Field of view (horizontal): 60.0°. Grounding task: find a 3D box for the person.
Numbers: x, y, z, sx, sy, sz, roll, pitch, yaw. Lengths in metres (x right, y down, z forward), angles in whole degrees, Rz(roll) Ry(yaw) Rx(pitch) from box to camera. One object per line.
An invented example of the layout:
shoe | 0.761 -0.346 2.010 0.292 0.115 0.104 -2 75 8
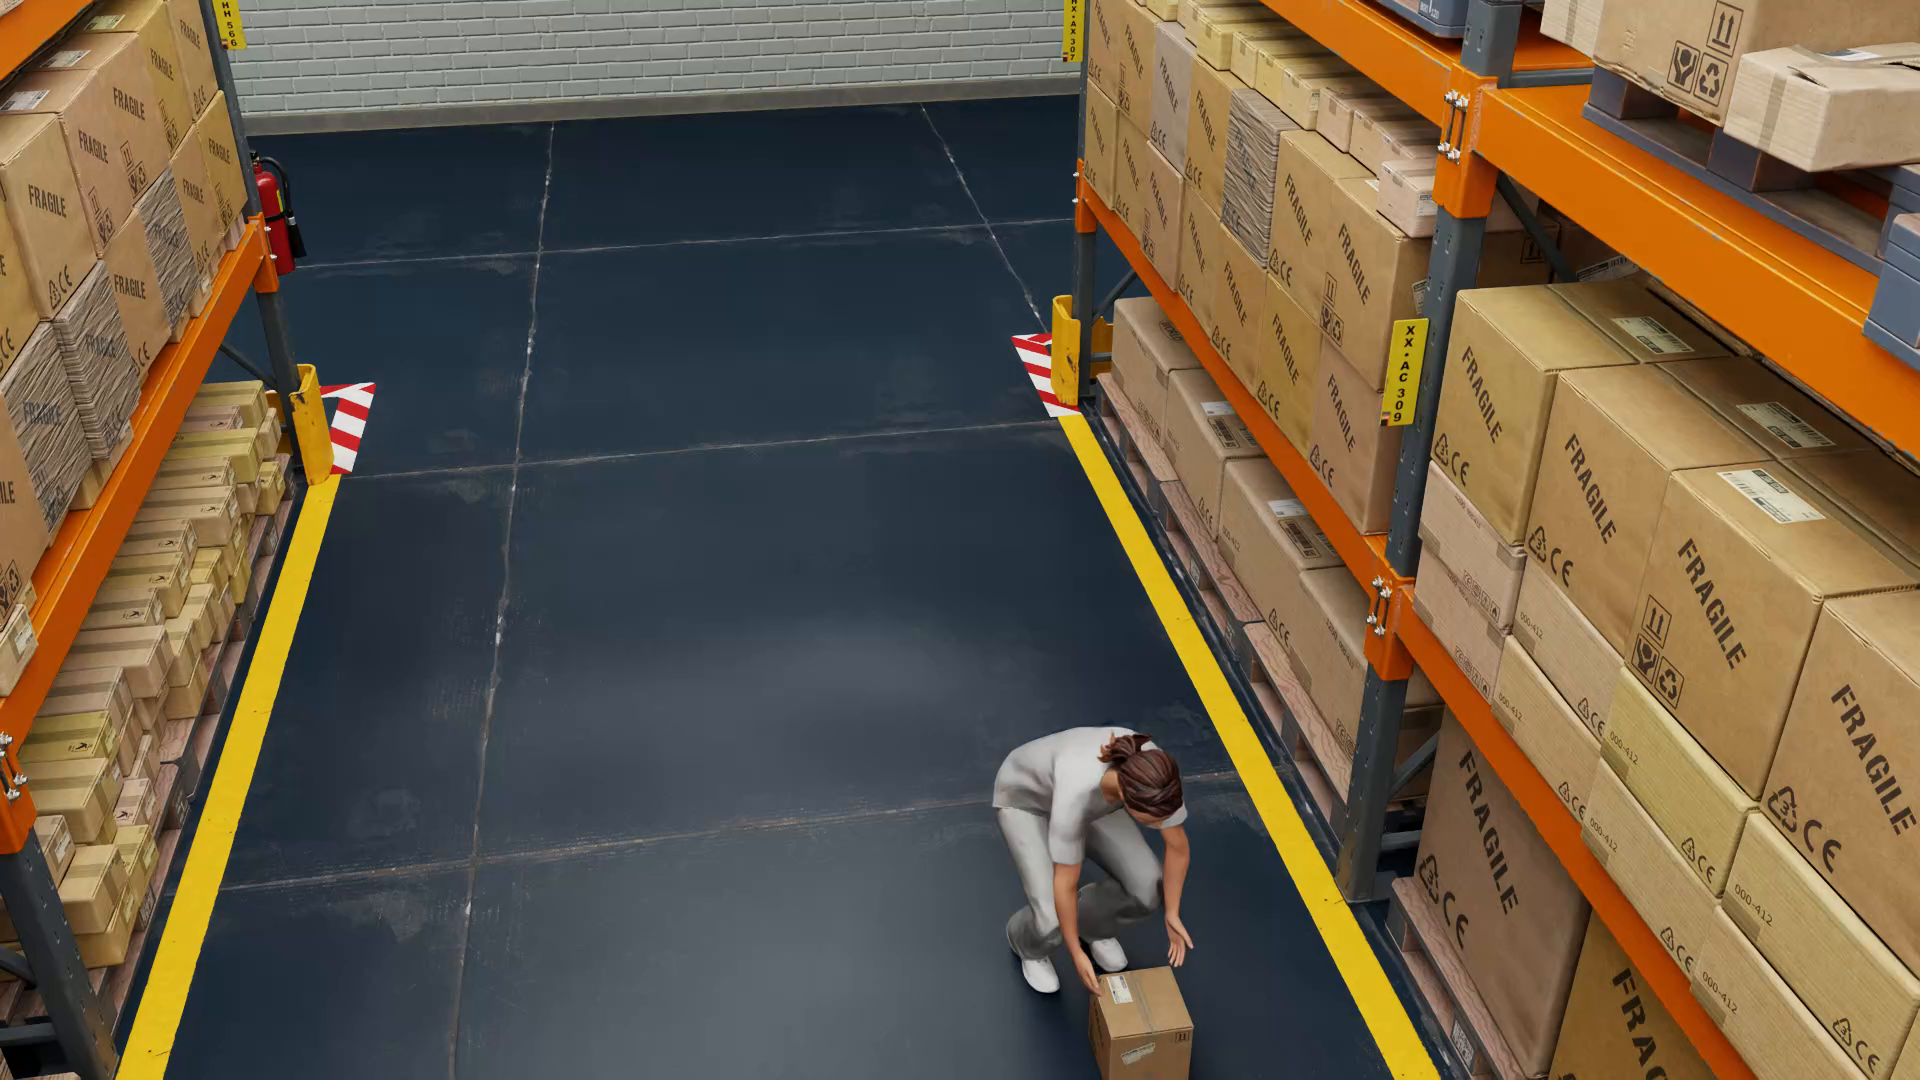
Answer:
person | 0.412 0.942 5.142 0.492 1.075 0.764 -13 33 -20
